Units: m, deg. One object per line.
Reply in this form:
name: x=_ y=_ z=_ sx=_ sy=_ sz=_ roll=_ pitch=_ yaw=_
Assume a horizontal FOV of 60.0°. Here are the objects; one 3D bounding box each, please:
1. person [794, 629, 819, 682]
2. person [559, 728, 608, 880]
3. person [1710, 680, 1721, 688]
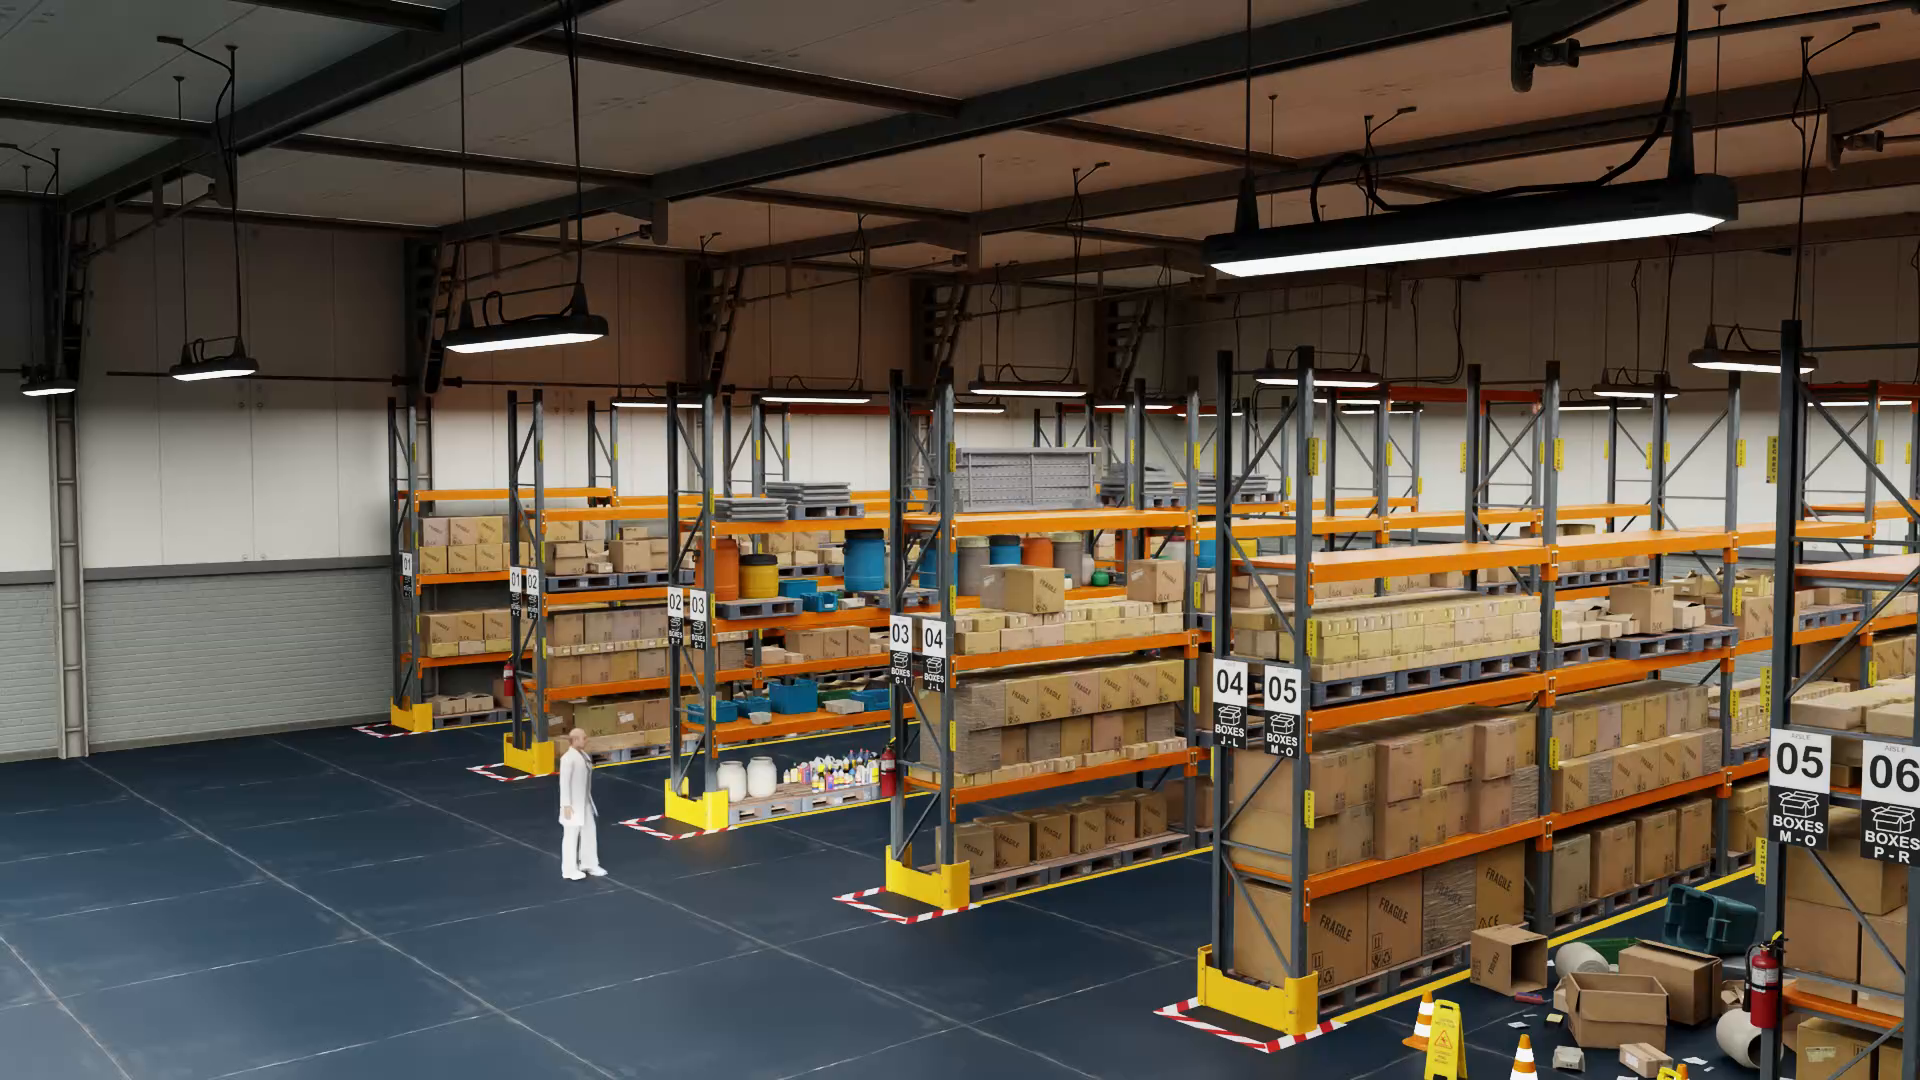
person: x=-2.935 y=2.523 z=31.863 sx=0.517 sy=1.575 sz=0.322 roll=-2 pitch=4 yaw=-29
person: x=-4.506 y=3.146 z=19.707 sx=0.464 sy=1.819 sz=0.660 roll=1 pitch=3 yaw=14
person: x=11.245 y=2.920 z=24.638 sx=0.908 sy=1.695 sz=0.425 roll=-3 pitch=4 yaw=-40
